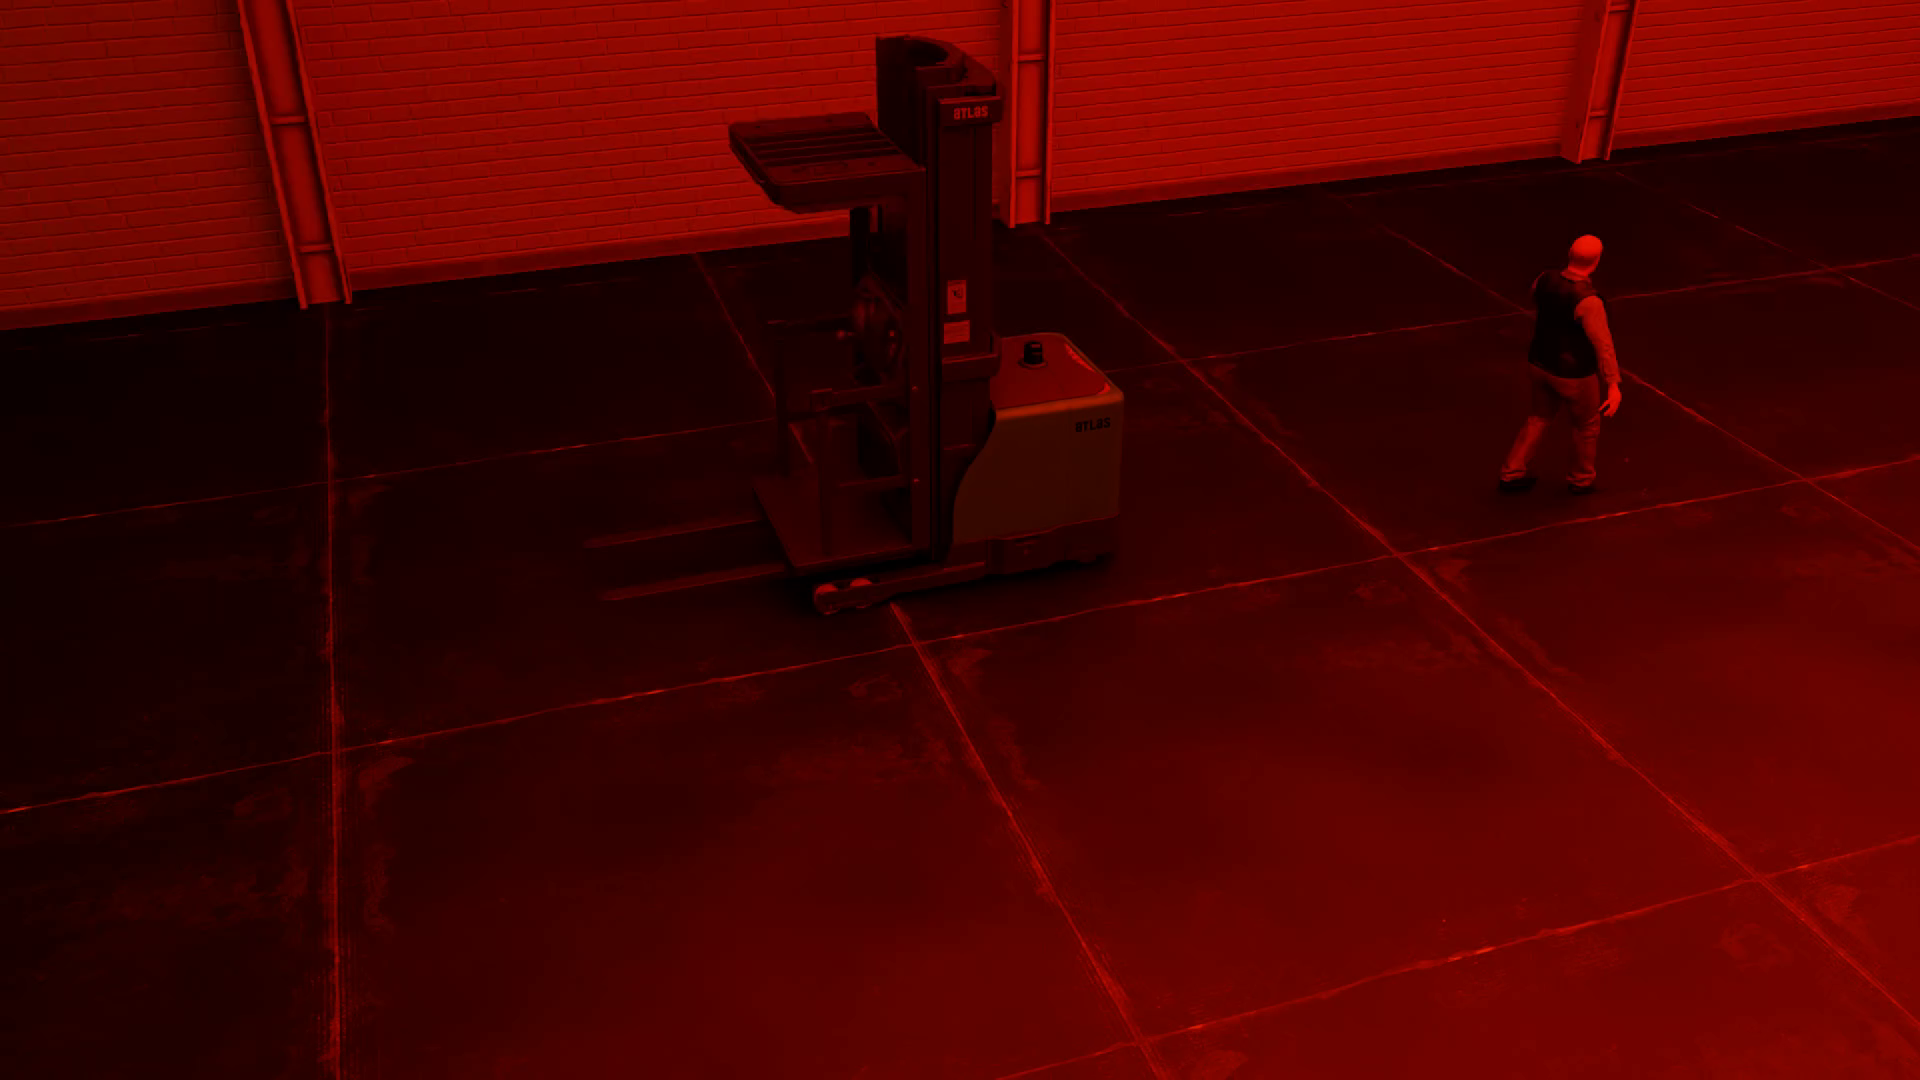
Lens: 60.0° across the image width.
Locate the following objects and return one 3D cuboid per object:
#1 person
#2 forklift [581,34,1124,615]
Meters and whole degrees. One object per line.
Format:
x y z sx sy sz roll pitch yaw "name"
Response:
3.776 -1.037 10.158 0.718 1.712 0.967 -14 33 -23 "person"
-0.636 -1.150 9.086 3.031 2.935 1.130 -10 31 -17 "forklift"
